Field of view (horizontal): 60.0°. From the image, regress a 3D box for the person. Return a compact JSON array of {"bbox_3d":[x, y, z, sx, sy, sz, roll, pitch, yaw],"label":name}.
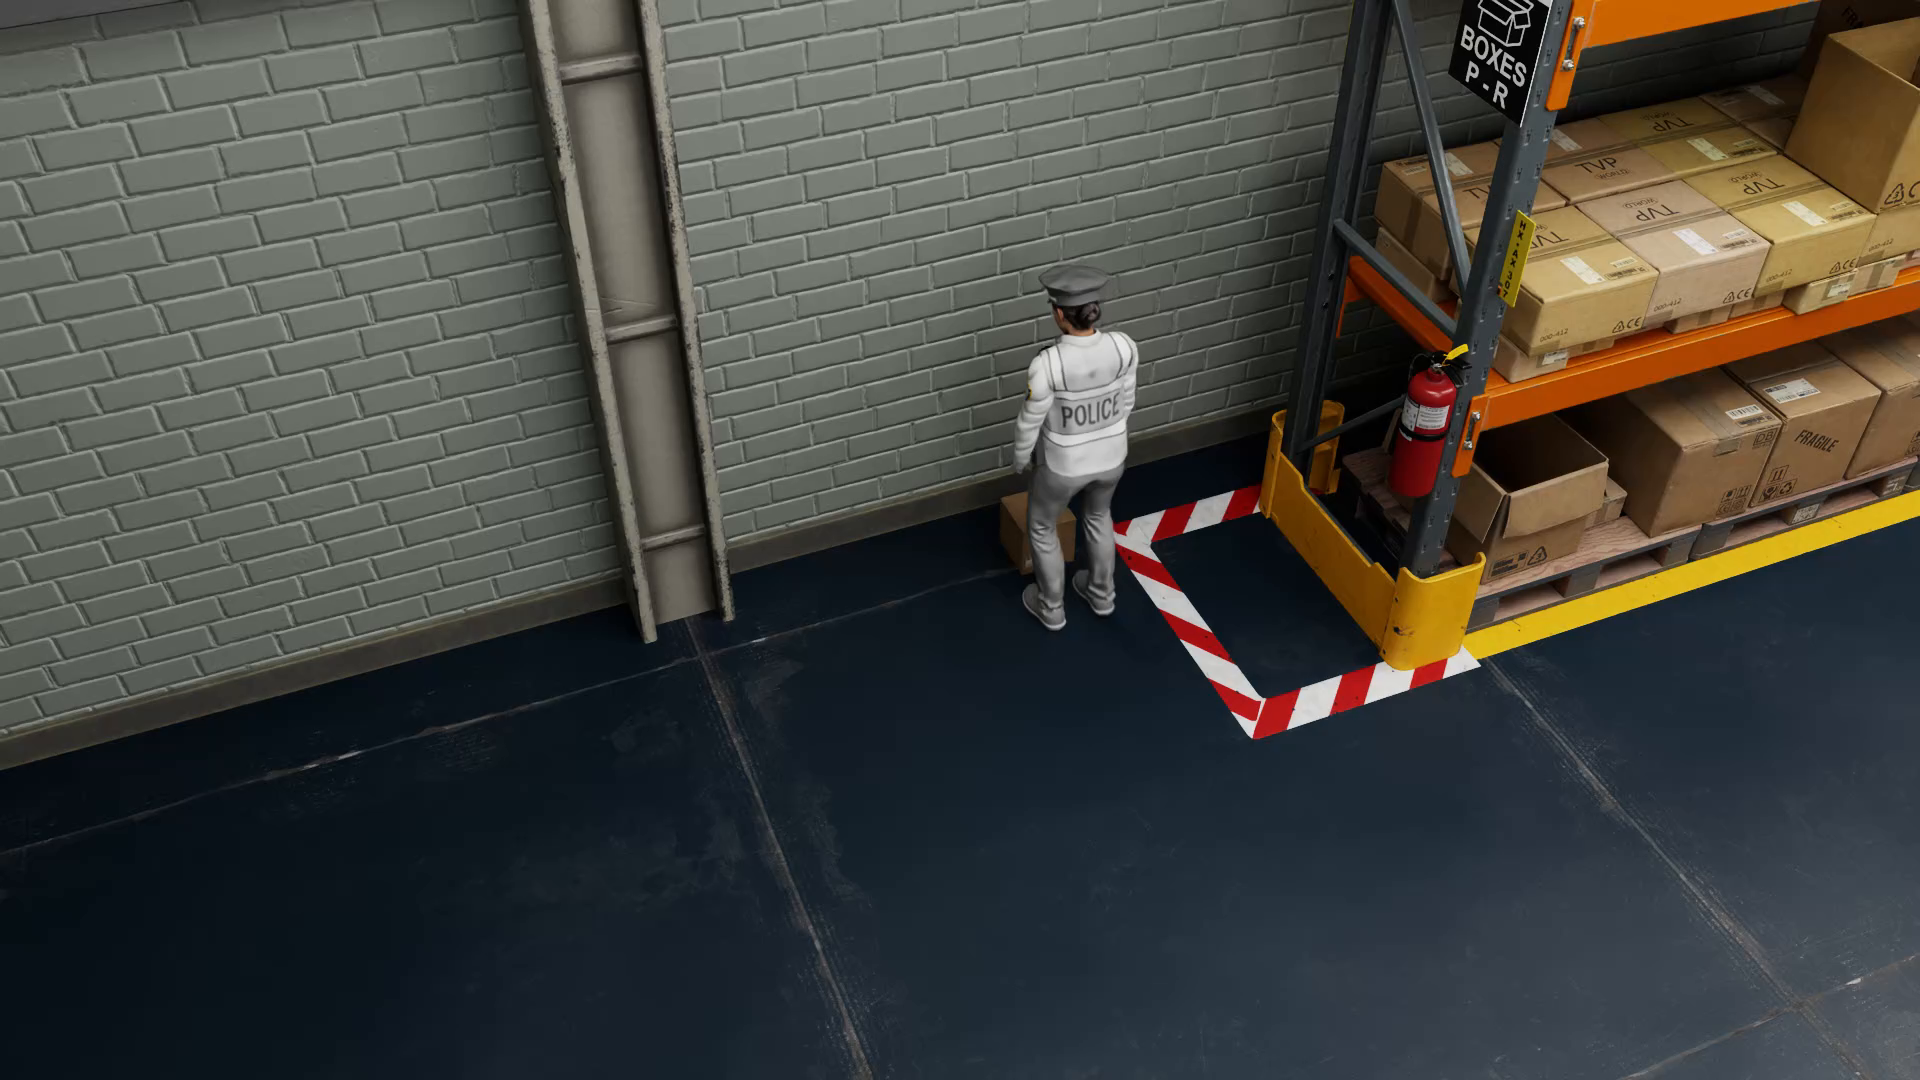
[{"bbox_3d":[0.437,-0.327,6.542,0.485,1.653,0.381,-15,44,-16],"label":"person"}]
